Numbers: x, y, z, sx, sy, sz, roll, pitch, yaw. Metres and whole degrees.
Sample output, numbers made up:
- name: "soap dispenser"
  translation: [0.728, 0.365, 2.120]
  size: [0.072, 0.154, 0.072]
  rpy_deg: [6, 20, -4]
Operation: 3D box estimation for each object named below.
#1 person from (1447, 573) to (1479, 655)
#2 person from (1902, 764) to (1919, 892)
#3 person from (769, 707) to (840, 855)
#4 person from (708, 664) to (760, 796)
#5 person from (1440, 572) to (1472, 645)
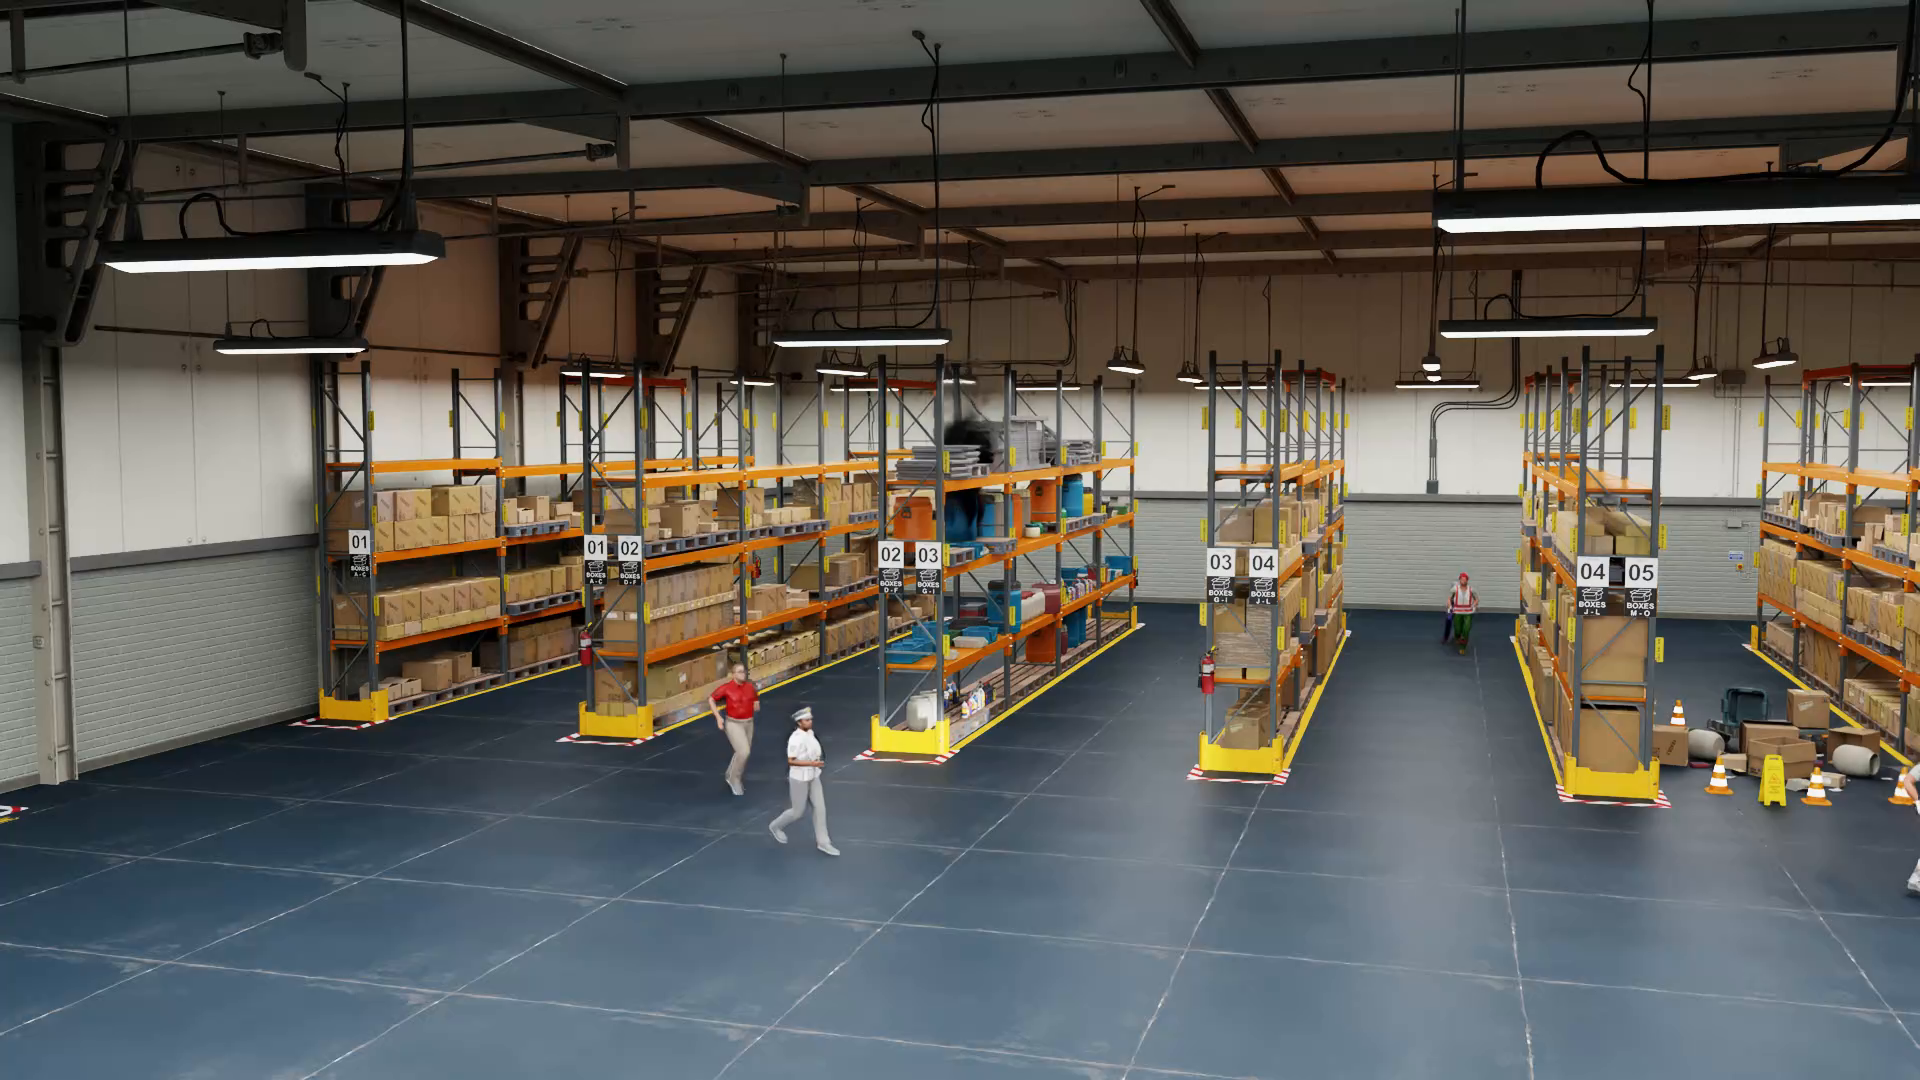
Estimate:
- name: "person"
  translation: [10.834, 1.579, 35.808]
  size: [0.666, 1.741, 0.629]
  rpy_deg: [1, 4, 13]
- name: "person"
  translation: [10.218, 2.877, 17.242]
  size: [0.640, 1.792, 0.709]
  rpy_deg: [-3, 5, -38]
- name: "person"
  translation: [-1.805, 2.767, 19.231]
  size: [0.923, 1.699, 0.579]
  rpy_deg: [2, 5, 31]
- name: "person"
  translation: [-2.962, 2.556, 22.383]
  size: [0.744, 1.774, 0.635]
  rpy_deg: [4, 5, 41]
- name: "person"
  translation: [11.227, 1.530, 37.404]
  size: [0.644, 1.638, 0.705]
  rpy_deg: [3, 5, 32]
